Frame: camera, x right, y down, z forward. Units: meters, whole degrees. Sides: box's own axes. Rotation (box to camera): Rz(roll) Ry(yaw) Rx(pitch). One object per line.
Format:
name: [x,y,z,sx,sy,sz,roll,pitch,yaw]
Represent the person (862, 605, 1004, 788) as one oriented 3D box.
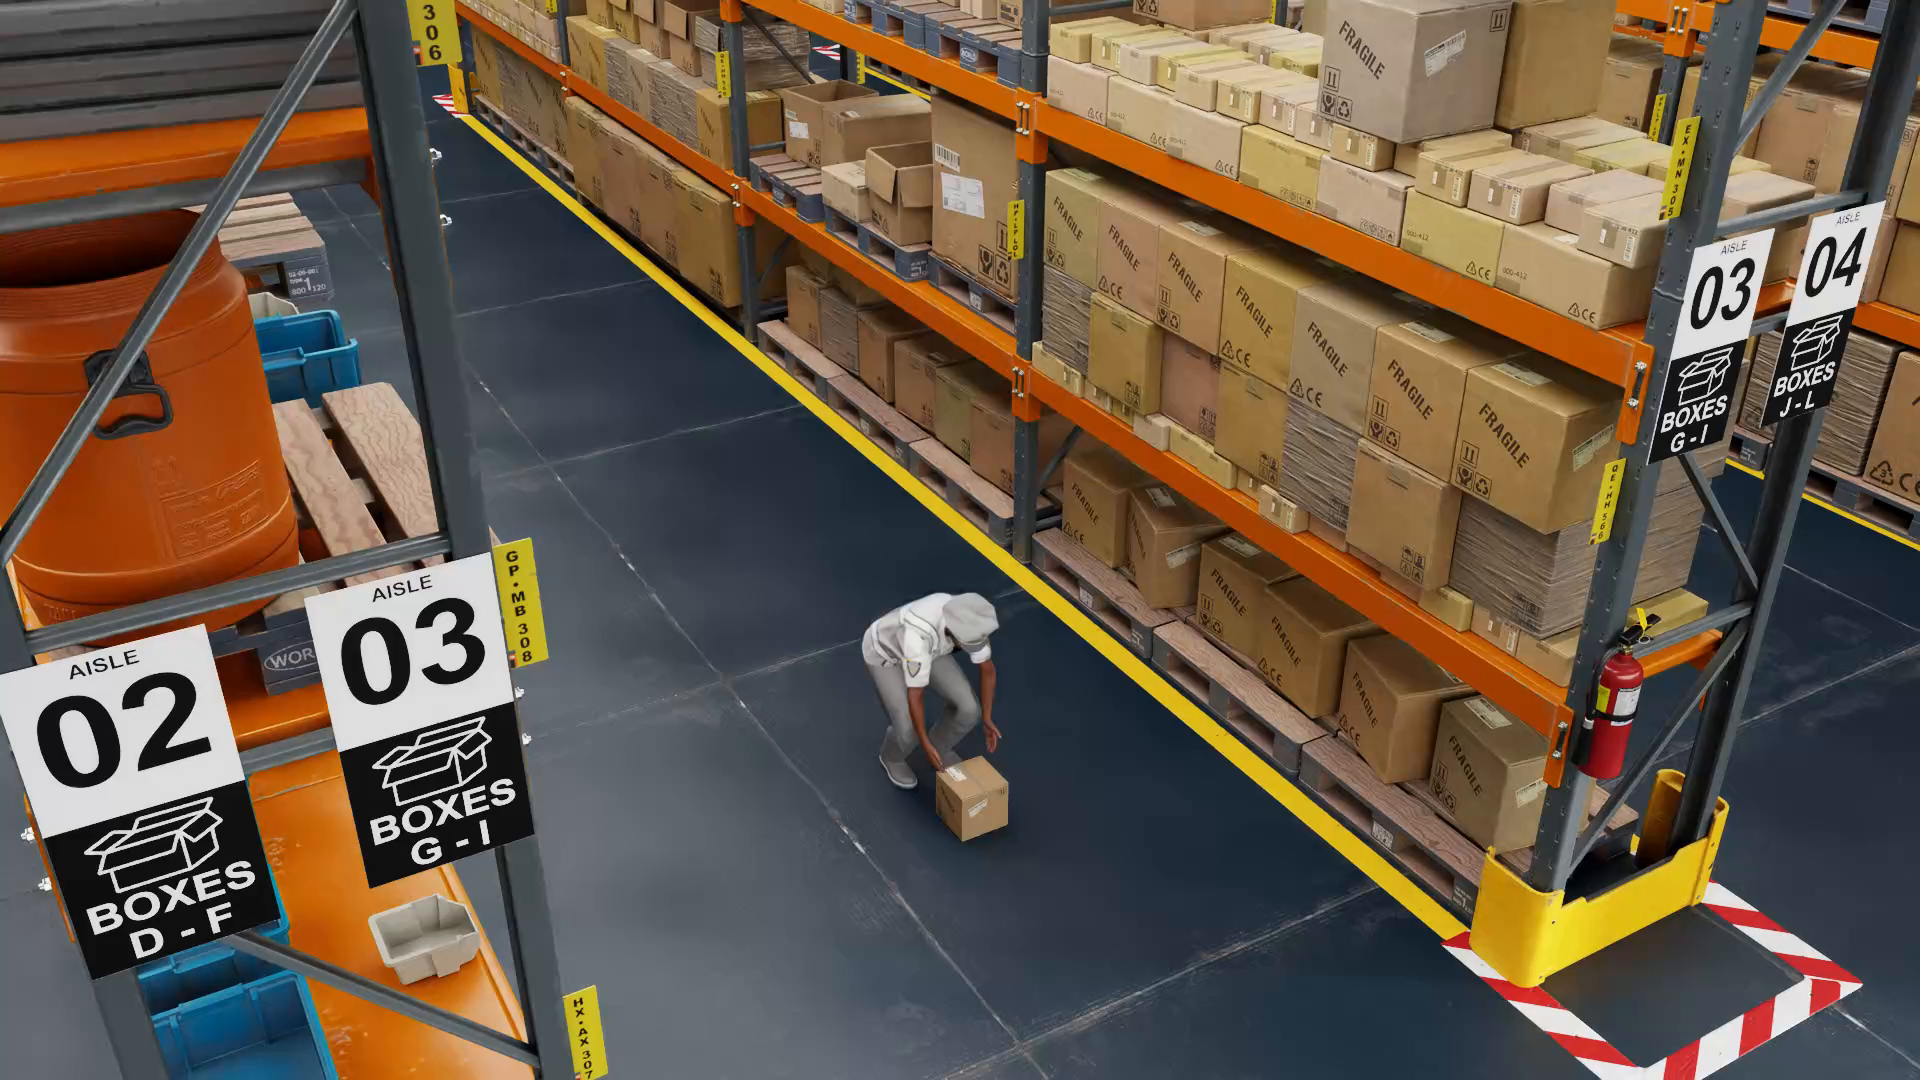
person: [-0.116,0.704,7.922,0.491,1.057,0.840,-16,33,-26]
